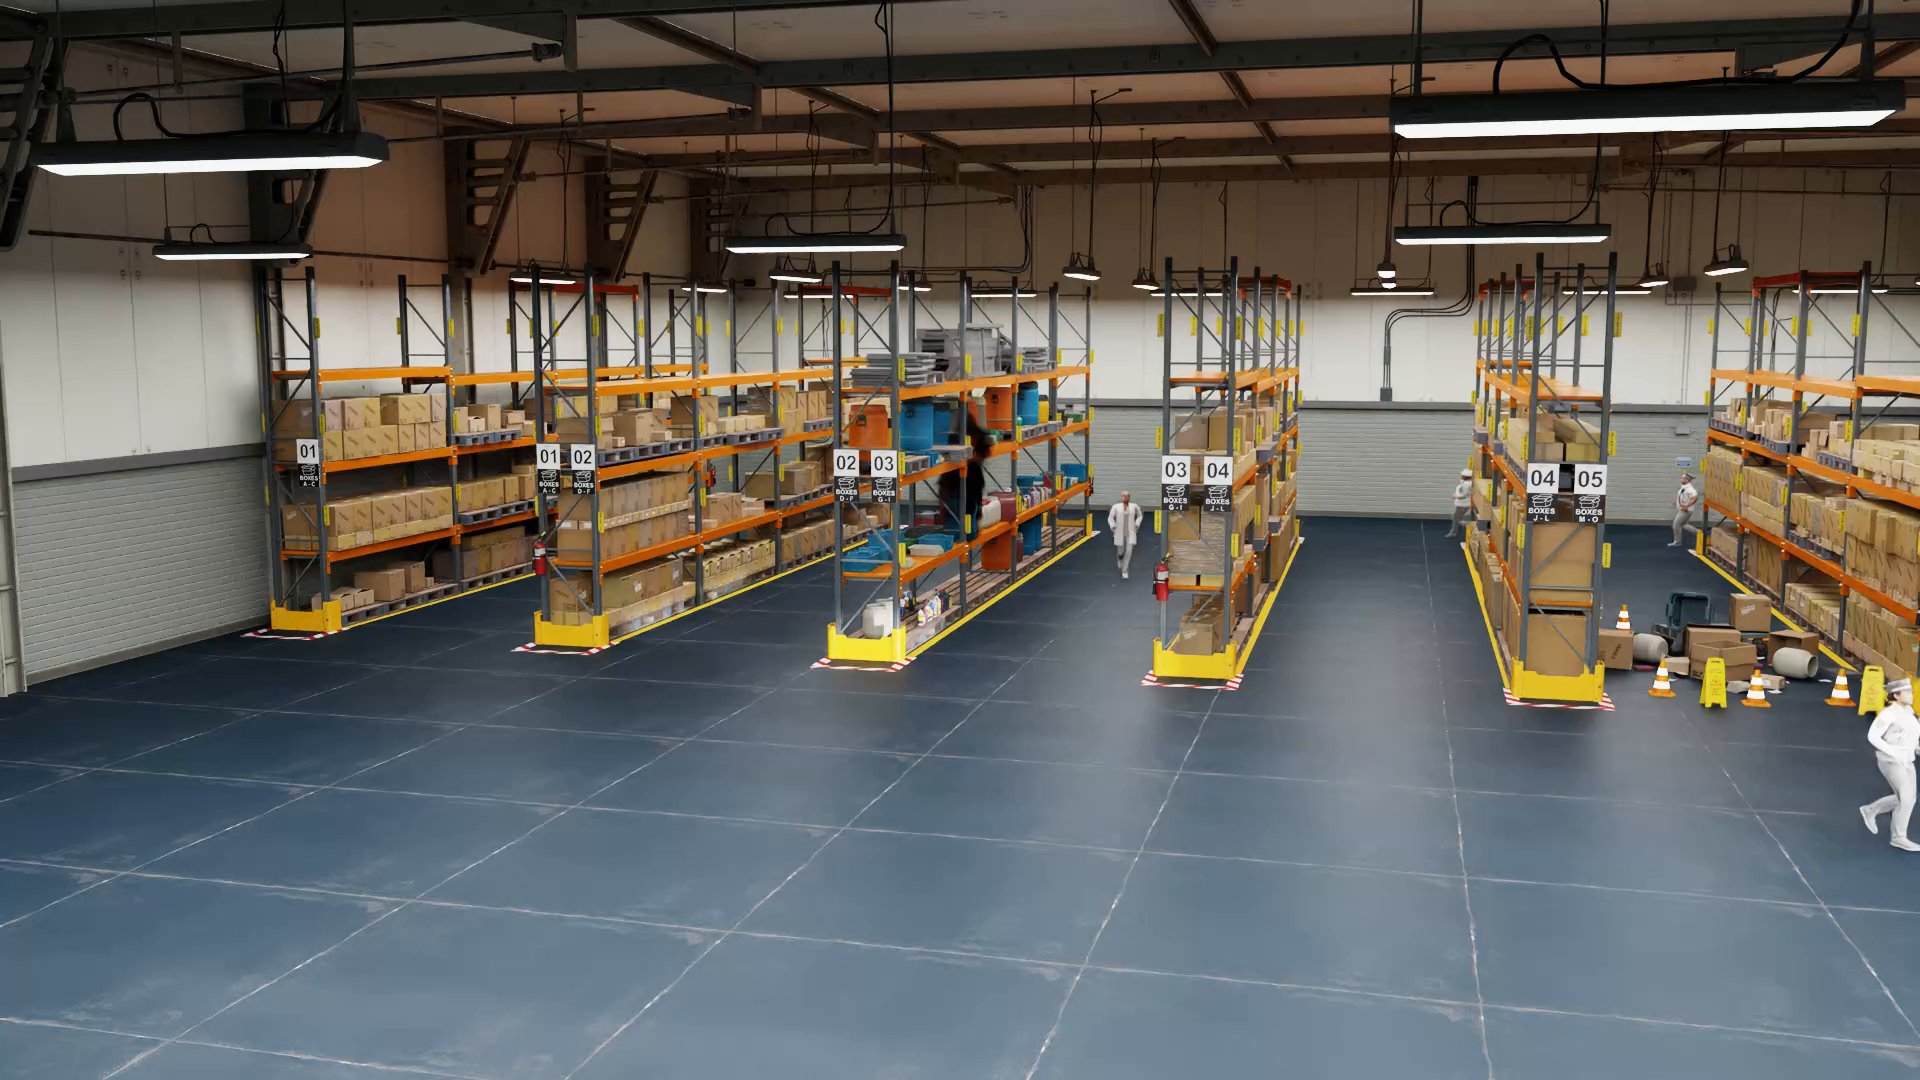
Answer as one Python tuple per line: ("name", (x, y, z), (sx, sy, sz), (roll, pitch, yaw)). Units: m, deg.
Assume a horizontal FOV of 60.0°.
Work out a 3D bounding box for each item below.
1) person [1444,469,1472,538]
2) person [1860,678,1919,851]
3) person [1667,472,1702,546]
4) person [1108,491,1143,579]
("person", (11.855, -0.851, 39.438), (0.801, 1.713, 0.774), (4, 8, 28))
("person", (9.061, 2.141, 16.139), (0.641, 1.664, 0.641), (-5, 9, -33))
("person", (16.747, -0.687, 38.231), (0.797, 1.751, 0.698), (2, 8, 16))
("person", (3.359, -0.124, 33.730), (0.710, 1.751, 0.782), (0, 7, 3))
